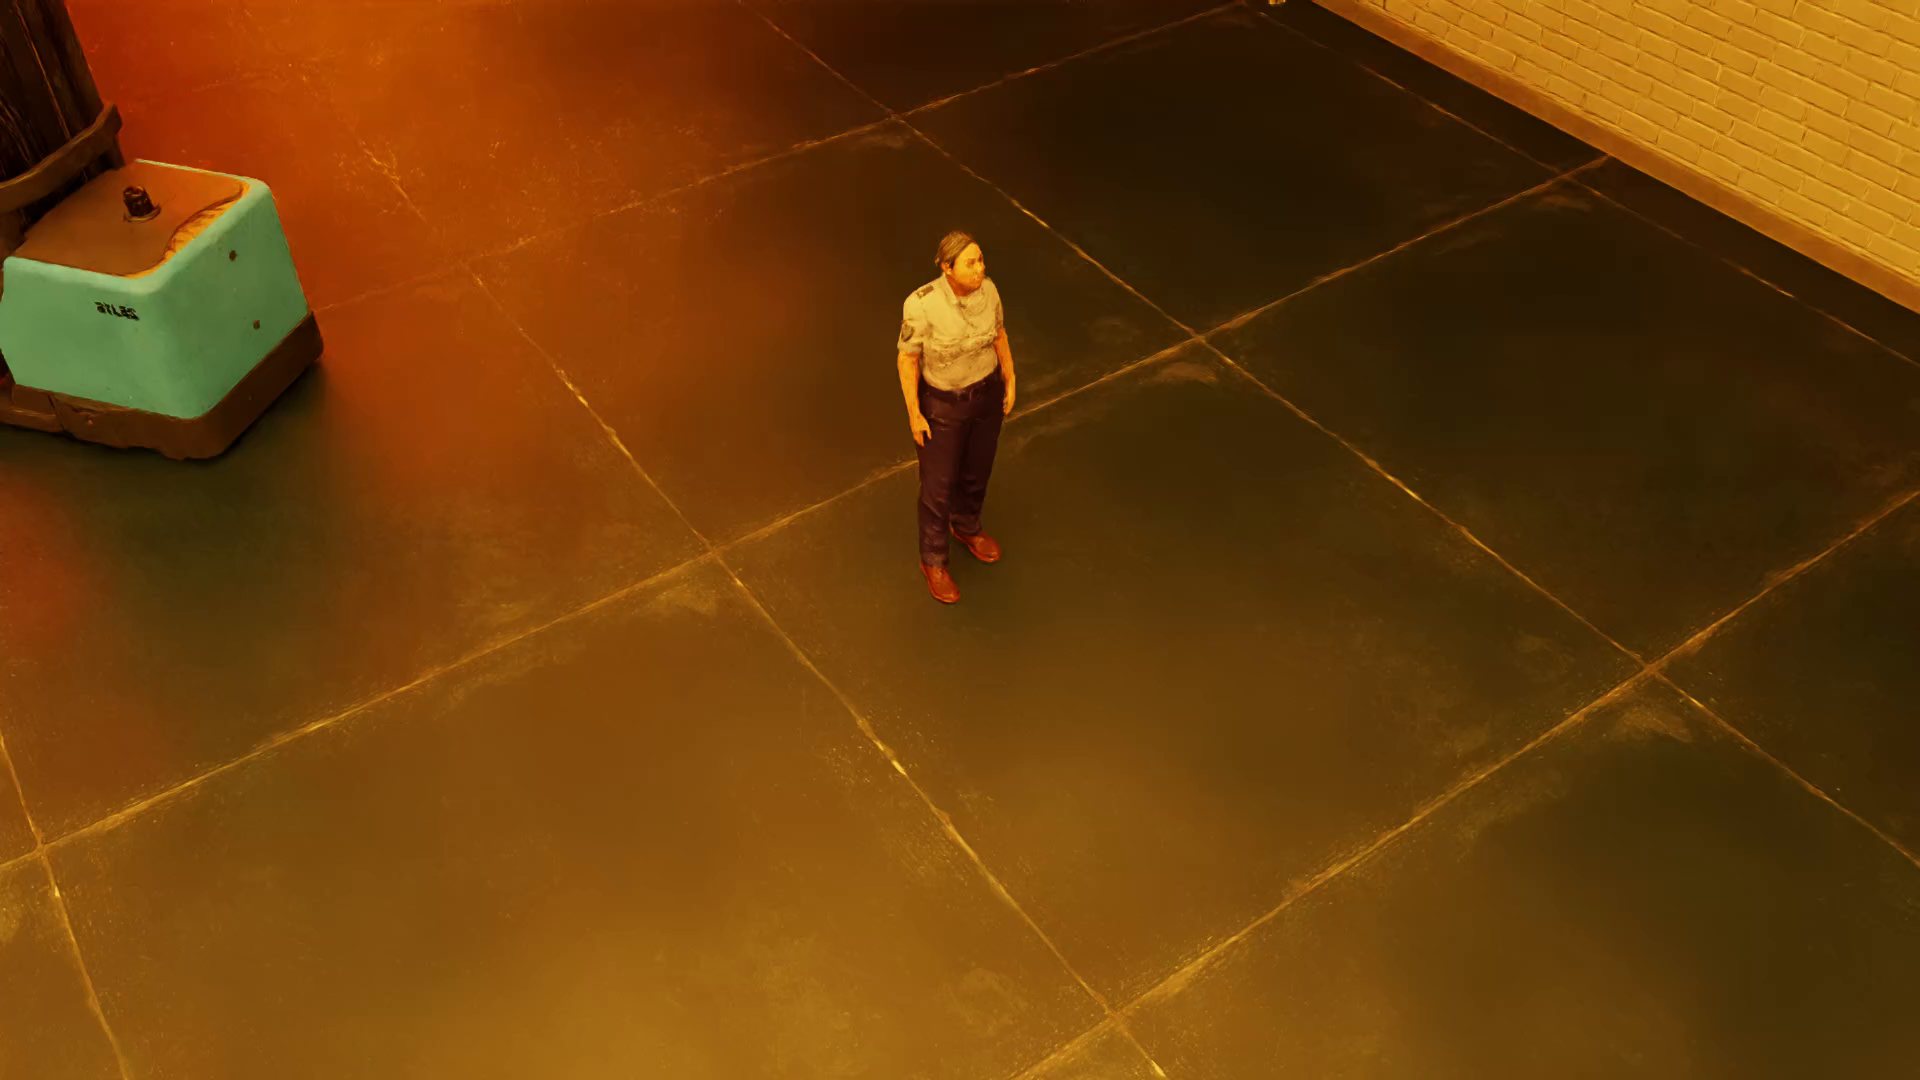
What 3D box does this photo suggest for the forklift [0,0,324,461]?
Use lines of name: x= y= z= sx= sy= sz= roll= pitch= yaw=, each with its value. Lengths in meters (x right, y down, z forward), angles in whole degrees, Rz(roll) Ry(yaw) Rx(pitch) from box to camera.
forklift: x=-4.974 y=-2.045 z=7.935 sx=3.031 sy=2.935 sz=1.130 roll=11 pitch=44 yaw=12

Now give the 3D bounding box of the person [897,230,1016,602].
person: x=0.033 y=-0.552 z=7.251 sx=0.599 sy=1.650 sz=0.502 roll=-25 pitch=48 yaw=-25
